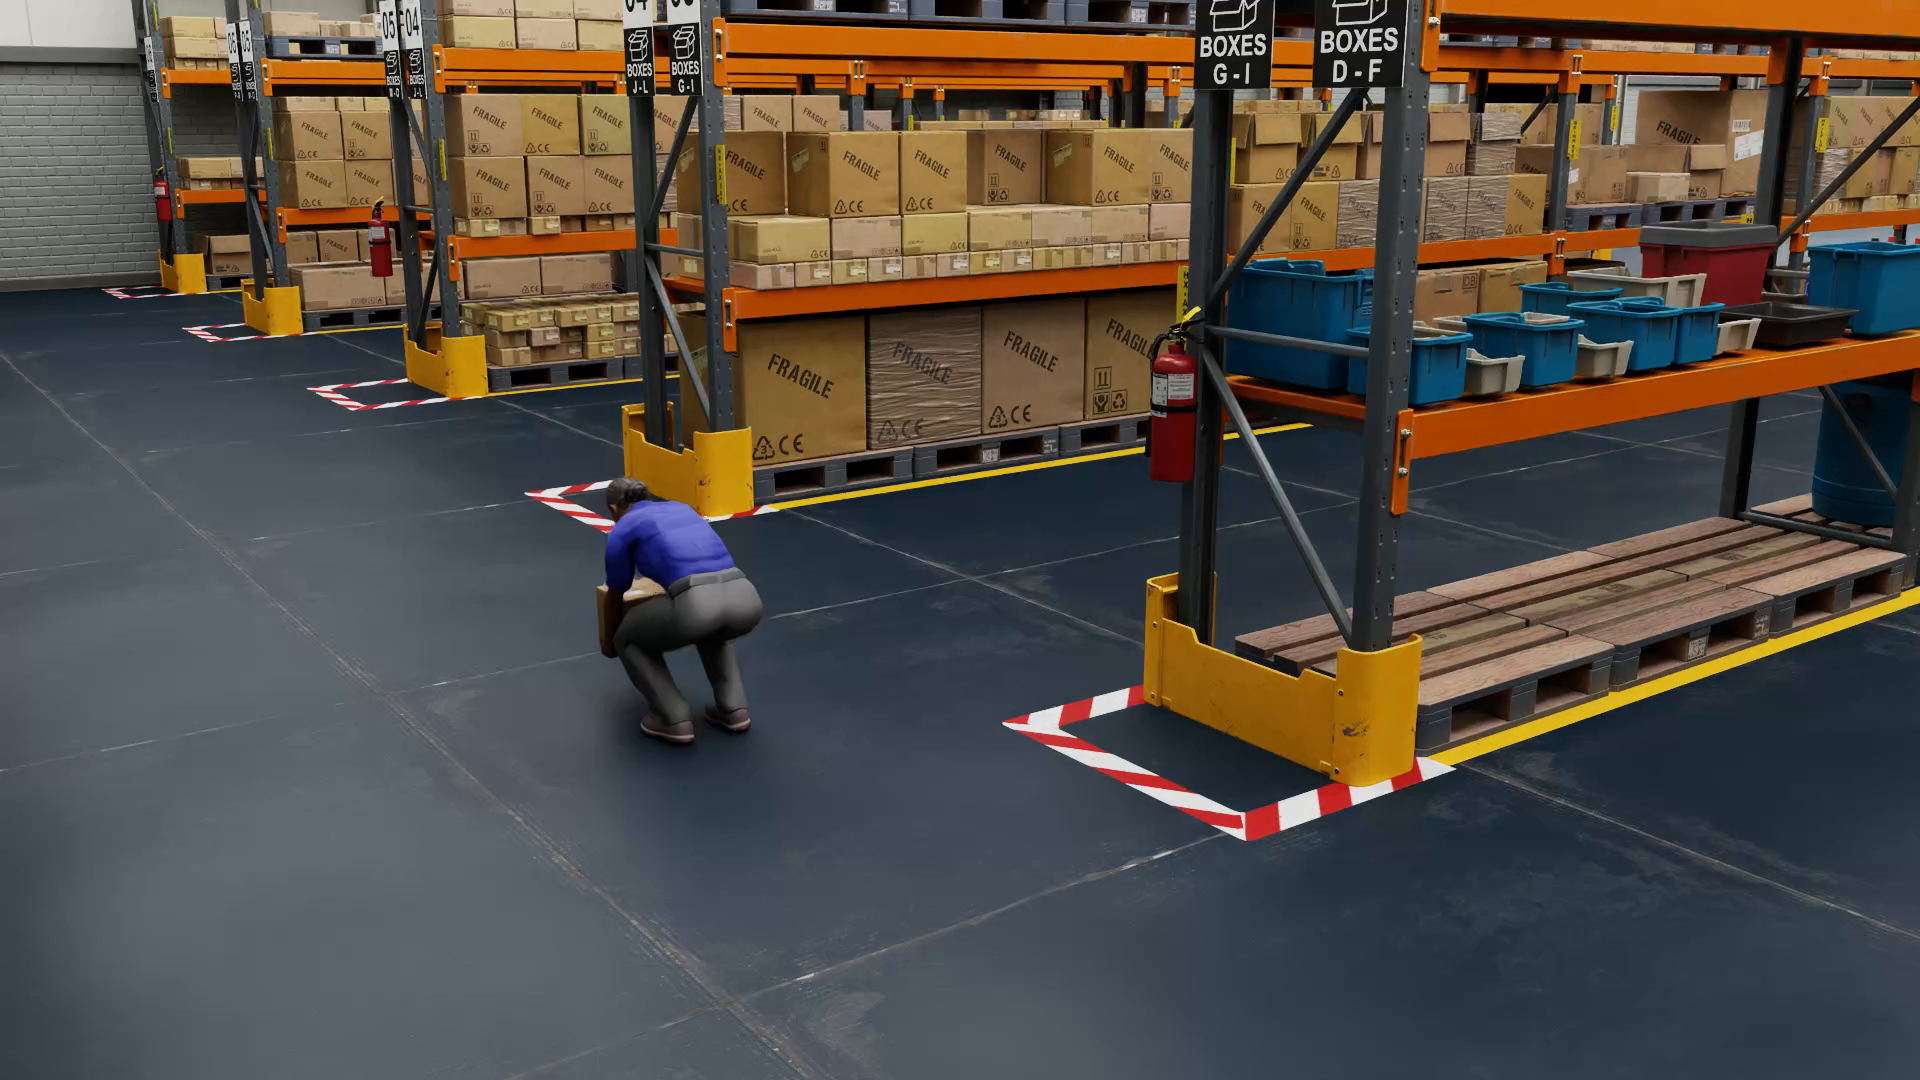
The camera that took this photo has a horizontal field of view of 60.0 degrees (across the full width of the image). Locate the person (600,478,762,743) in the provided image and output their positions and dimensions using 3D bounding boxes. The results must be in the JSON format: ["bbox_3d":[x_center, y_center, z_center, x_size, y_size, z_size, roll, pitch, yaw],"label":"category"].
[{"bbox_3d":[-1.118,0.259,6.481,0.462,0.936,0.862,-11,18,-36],"label":"person"}]
